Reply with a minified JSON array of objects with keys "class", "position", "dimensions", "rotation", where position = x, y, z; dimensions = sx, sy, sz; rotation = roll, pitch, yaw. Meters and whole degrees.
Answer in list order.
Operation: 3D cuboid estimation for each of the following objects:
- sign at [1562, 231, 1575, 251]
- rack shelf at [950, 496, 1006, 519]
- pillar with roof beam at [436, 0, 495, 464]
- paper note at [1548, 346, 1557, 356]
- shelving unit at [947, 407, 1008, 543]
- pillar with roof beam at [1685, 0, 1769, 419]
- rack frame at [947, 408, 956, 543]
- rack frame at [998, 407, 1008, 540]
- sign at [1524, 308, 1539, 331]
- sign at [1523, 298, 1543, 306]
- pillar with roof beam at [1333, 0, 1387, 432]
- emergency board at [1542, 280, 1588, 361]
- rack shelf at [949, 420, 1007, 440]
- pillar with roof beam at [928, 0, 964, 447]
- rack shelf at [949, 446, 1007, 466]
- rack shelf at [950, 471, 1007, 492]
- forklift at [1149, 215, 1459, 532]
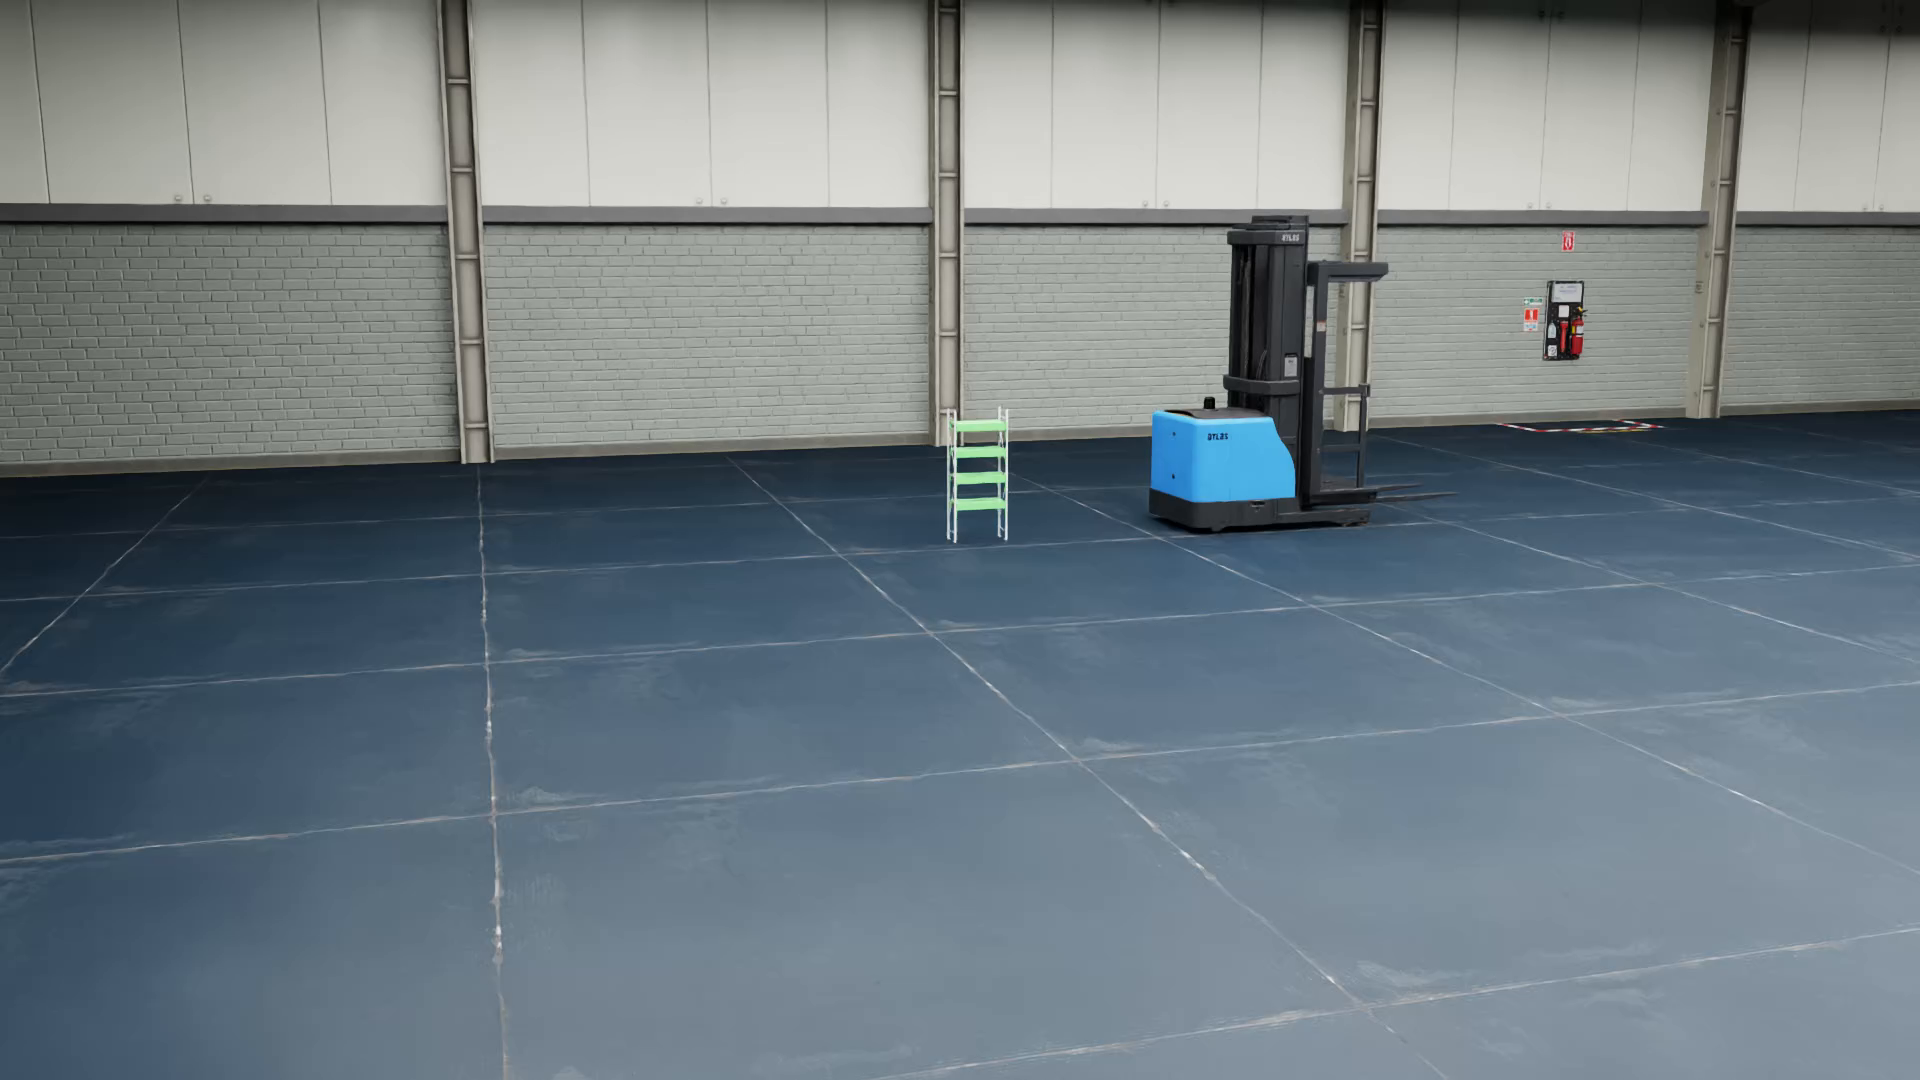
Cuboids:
[{"class":"sign","position":[8.926,-4.388,24.400],"dimensions":[0.199,0.298,0.001],"rotation":[-3,11,-16]},{"class":"rack shelf","position":[0.159,-0.300,15.242],"dimensions":[0.480,0.148,0.258],"rotation":[-3,11,-16]},{"class":"pillar with roof beam","position":[-4.734,-4.641,15.605],"dimensions":[0.400,9.000,9.100],"rotation":[-3,11,-16]},{"class":"paper note","position":[8.773,-2.801,24.615],"dimensions":[0.142,0.148,0.016],"rotation":[-3,11,-16]},{"class":"shelving unit","position":[0.159,-0.598,15.187],"dimensions":[0.503,1.200,0.258],"rotation":[-3,11,-16]},{"class":"pillar with roof beam","position":[12.548,-5.552,20.553],"dimensions":[0.548,9.000,9.100],"rotation":[-3,11,-16]},{"class":"rack frame","position":[-0.075,-0.586,15.120],"dimensions":[0.015,1.200,0.240],"rotation":[-3,11,-16]},{"class":"rack frame","position":[0.393,-0.611,15.254],"dimensions":[0.015,1.200,0.240],"rotation":[-3,11,-16]},{"class":"sign","position":[8.402,-3.239,24.461],"dimensions":[0.234,0.329,0.001],"rotation":[-3,11,-16]},{"class":"sign","position":[8.409,-3.498,24.405],"dimensions":[0.331,0.109,0.001],"rotation":[-3,11,-16]},{"class":"pillar with roof beam","position":[6.788,-5.248,18.904],"dimensions":[0.400,9.000,9.100],"rotation":[-3,11,-16]},{"class":"emergency board","position":[8.962,-3.231,24.518],"dimensions":[0.643,1.169,0.194],"rotation":[-3,11,-16]},{"class":"rack shelf","position":[0.159,-1.008,15.112],"dimensions":[0.480,0.148,0.258],"rotation":[-3,11,-16]},{"class":"pillar with roof beam","position":[1.027,-4.945,17.255],"dimensions":[0.400,9.000,9.100],"rotation":[-3,11,-16]},{"class":"rack shelf","position":[0.159,-0.772,15.155],"dimensions":[0.480,0.148,0.258],"rotation":[-3,11,-16]},{"class":"rack shelf","position":[0.159,-0.536,15.198],"dimensions":[0.480,0.148,0.258],"rotation":[-3,11,-16]},{"class":"forklift","position":[3.431,-1.656,16.152],"dimensions":[3.031,2.935,1.130],"rotation":[-4,11,-19]}]
